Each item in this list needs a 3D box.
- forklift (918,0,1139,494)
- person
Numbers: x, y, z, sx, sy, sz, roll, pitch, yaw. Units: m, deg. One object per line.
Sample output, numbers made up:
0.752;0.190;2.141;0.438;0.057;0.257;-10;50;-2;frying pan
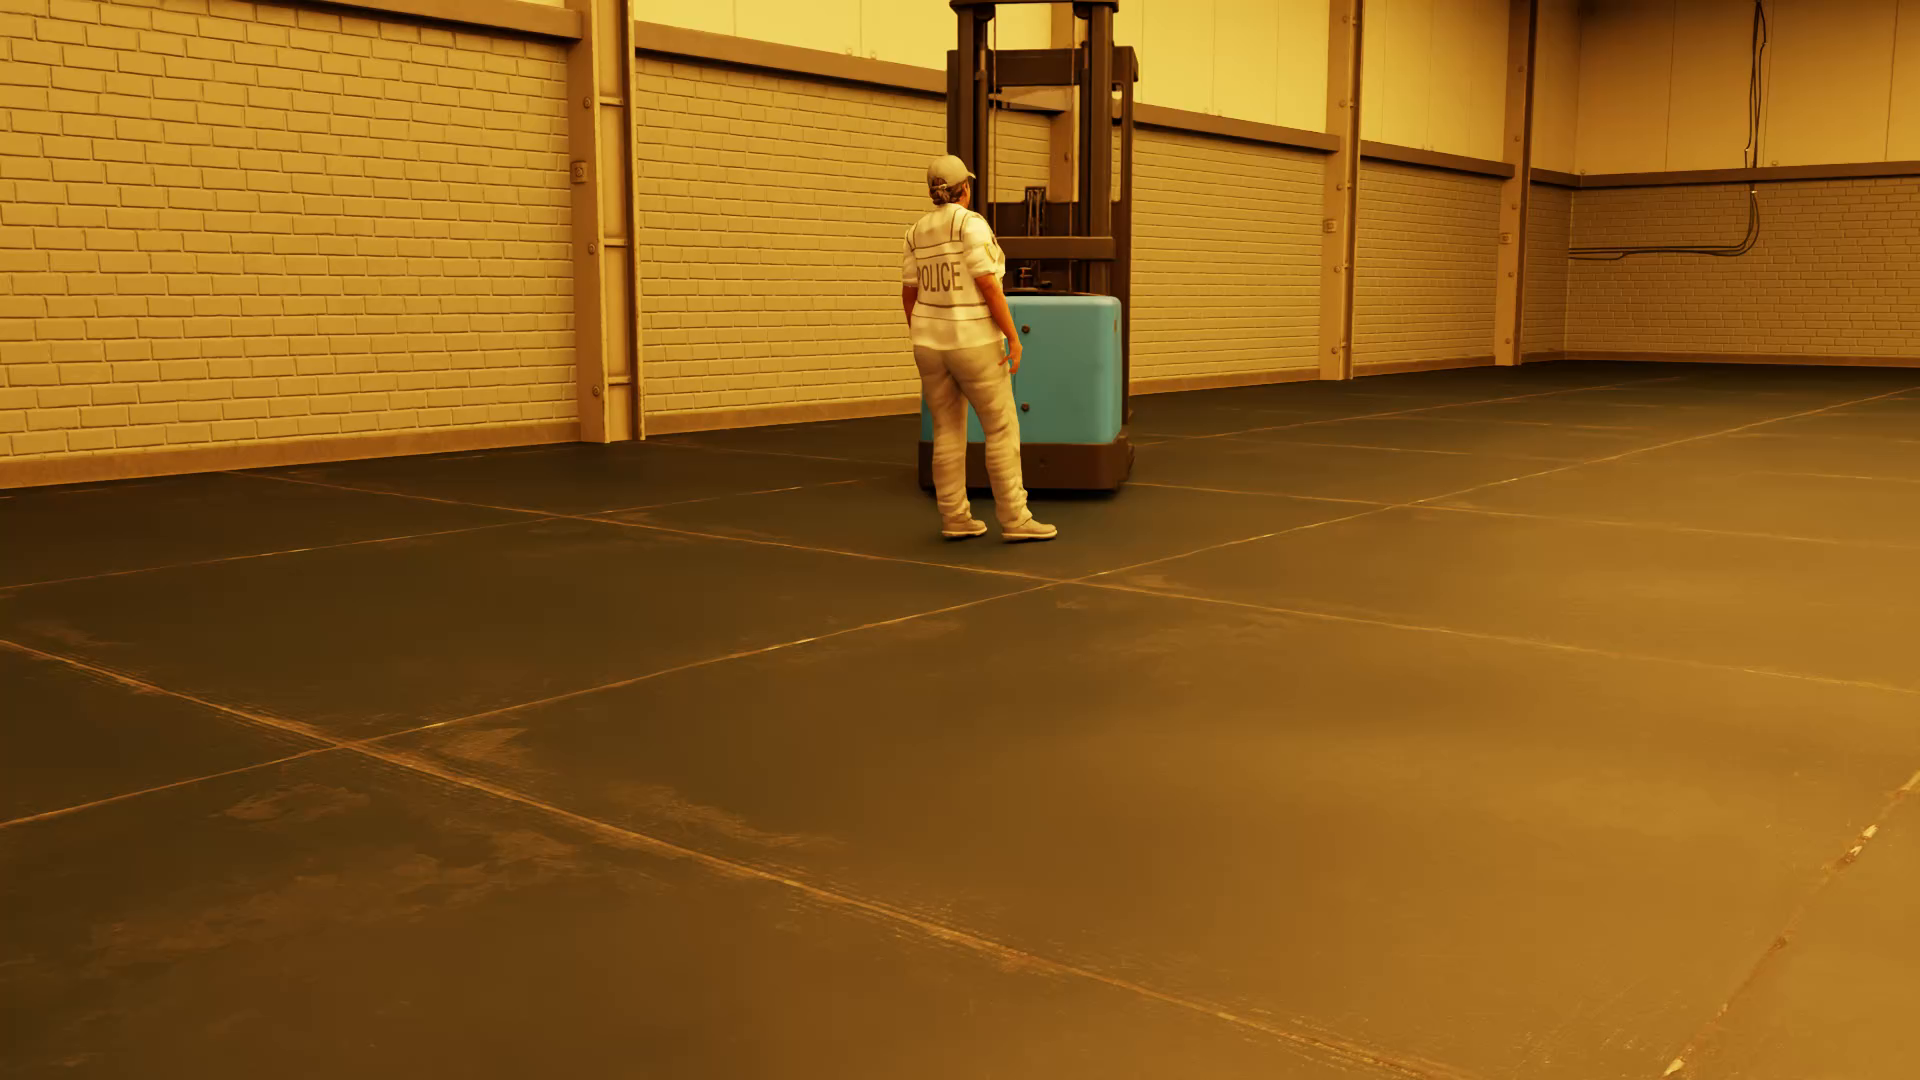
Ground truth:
0.501;-1.868;10.047;1.130;2.935;3.031;1;8;8;forklift
0.066;-0.838;7.328;0.598;1.670;0.529;7;11;38;person
